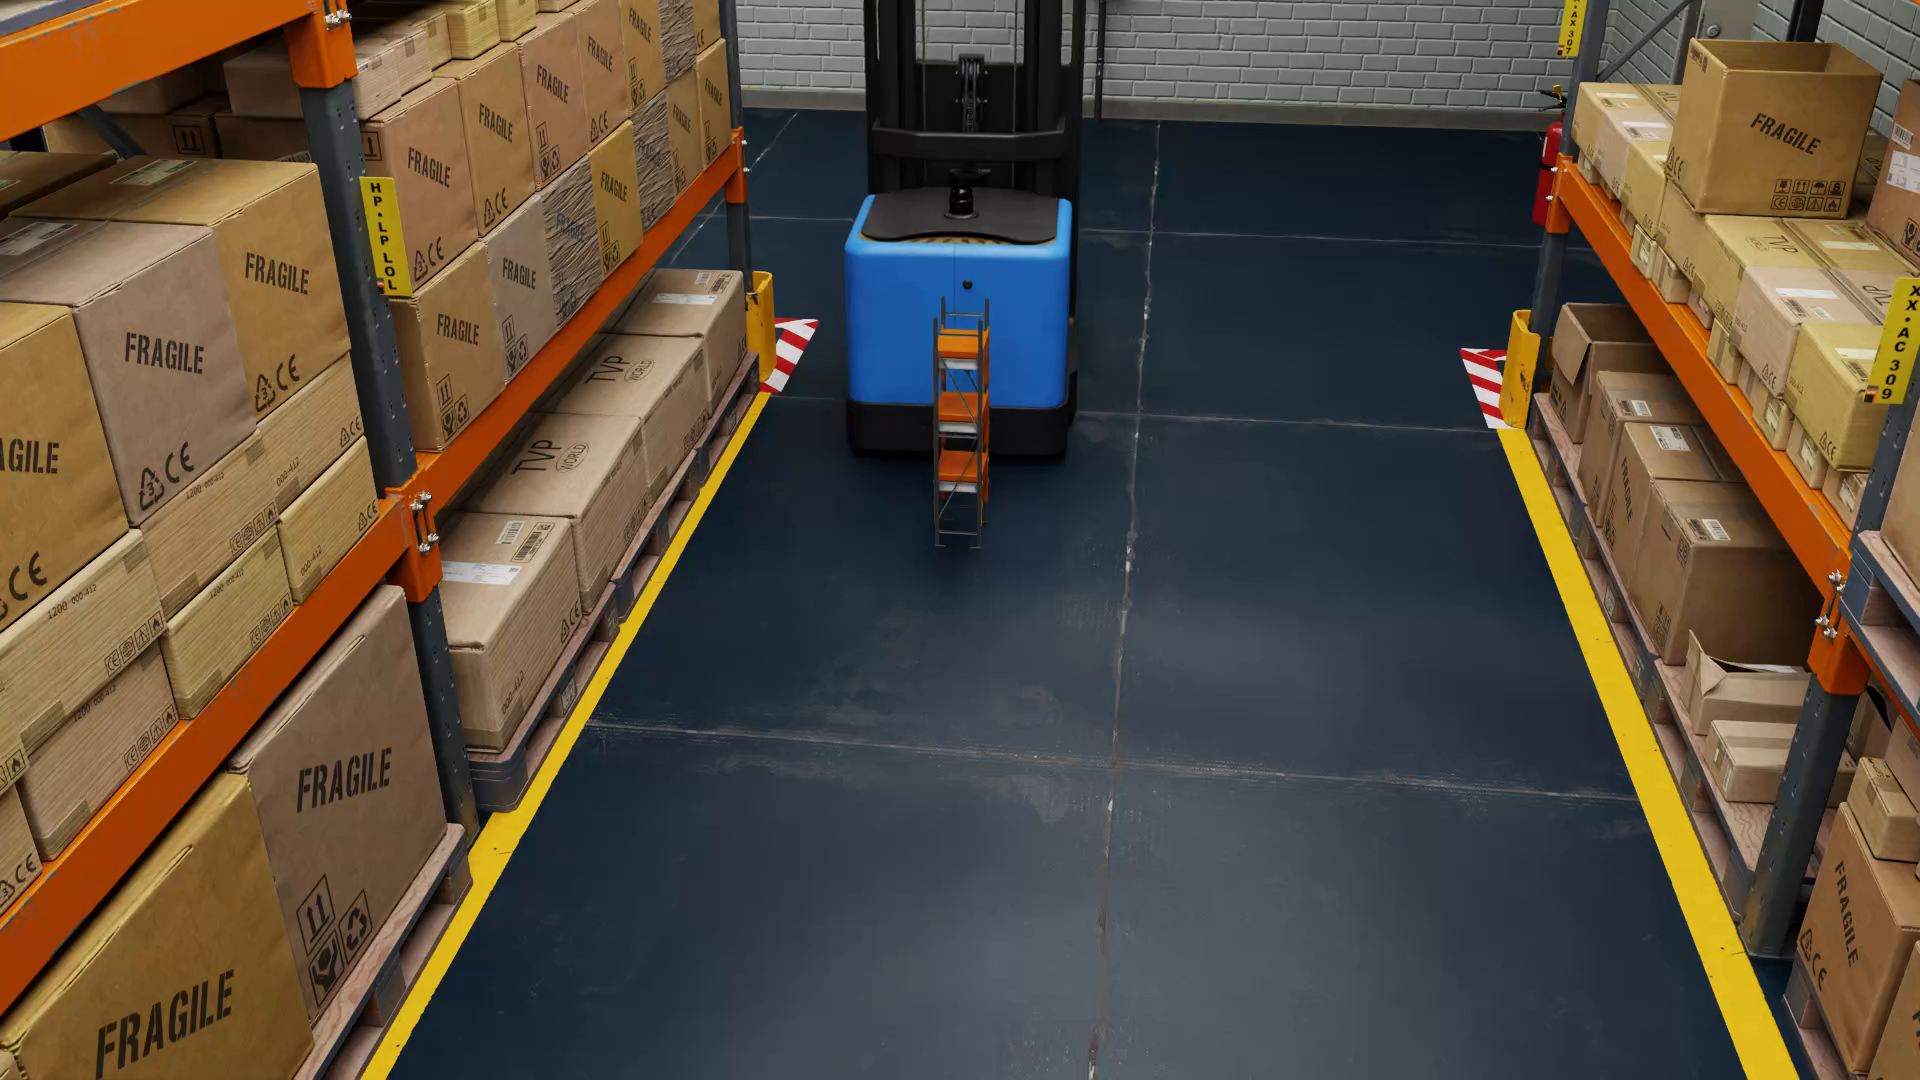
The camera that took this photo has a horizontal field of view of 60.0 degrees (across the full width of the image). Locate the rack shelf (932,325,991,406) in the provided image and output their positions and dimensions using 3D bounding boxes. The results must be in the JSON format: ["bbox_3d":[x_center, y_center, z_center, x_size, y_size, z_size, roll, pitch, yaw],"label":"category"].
[{"bbox_3d":[0.007,-0.728,6.918,0.215,0.259,0.240,3,28,6],"label":"rack shelf"}]

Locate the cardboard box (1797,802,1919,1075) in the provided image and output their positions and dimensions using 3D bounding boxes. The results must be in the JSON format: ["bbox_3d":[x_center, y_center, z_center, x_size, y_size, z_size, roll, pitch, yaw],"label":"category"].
[{"bbox_3d":[2.564,1.054,4.324,0.500,0.500,0.500,5,29,8],"label":"cardboard box"}]

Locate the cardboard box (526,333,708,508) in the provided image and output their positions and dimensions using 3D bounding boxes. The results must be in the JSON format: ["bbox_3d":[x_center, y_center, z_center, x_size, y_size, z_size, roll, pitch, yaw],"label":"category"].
[{"bbox_3d":[-1.676,-0.555,7.376,0.875,0.438,0.875,4,29,8],"label":"cardboard box"}]

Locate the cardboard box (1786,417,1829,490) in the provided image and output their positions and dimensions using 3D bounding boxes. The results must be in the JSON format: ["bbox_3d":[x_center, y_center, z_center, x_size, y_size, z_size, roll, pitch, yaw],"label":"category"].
[{"bbox_3d":[2.645,-0.254,4.824,0.380,0.149,0.250,4,29,8],"label":"cardboard box"}]

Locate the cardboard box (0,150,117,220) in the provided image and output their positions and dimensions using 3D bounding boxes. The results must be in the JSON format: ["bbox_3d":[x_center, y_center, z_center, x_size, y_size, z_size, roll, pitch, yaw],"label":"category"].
[{"bbox_3d":[-2.419,-0.657,4.147,0.500,0.500,0.500,4,29,7],"label":"cardboard box"}]

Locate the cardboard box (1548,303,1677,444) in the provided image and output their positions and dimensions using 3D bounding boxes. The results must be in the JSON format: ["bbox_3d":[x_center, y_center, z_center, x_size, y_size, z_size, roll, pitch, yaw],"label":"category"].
[{"bbox_3d":[3.168,-0.763,7.692,0.797,0.503,0.637,2,28,4],"label":"cardboard box"}]

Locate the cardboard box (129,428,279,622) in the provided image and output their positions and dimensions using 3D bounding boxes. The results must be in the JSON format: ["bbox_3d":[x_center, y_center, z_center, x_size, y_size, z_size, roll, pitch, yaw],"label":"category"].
[{"bbox_3d":[-1.947,-0.060,3.829,0.500,0.250,0.500,4,29,7],"label":"cardboard box"}]

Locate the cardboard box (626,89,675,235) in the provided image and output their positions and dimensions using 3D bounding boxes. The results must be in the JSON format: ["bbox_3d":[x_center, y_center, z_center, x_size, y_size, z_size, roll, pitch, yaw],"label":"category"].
[{"bbox_3d":[-1.516,-1.569,6.895,0.500,0.500,0.500,4,29,8],"label":"cardboard box"}]

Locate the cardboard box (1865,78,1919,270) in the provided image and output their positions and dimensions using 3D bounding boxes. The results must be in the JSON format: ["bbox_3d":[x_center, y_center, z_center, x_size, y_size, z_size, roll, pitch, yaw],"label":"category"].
[{"bbox_3d":[3.293,-1.157,5.289,0.500,0.500,0.500,3,28,5],"label":"cardboard box"}]

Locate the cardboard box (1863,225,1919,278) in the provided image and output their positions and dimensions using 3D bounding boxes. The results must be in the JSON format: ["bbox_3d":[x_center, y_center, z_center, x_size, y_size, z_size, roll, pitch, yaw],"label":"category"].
[{"bbox_3d":[3.295,-0.838,5.487,0.500,0.250,0.500,4,29,7],"label":"cardboard box"}]

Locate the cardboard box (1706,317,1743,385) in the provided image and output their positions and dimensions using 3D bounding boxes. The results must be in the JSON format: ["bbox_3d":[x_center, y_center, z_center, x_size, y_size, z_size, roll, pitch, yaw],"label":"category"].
[{"bbox_3d":[2.716,-0.622,5.507,0.380,0.149,0.250,3,28,5],"label":"cardboard box"}]

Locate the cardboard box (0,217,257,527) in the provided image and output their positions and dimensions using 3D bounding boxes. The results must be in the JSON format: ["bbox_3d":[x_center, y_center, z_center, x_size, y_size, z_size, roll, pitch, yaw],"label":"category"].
[{"bbox_3d":[-1.942,-0.378,3.630,0.500,0.500,0.500,4,29,7],"label":"cardboard box"}]

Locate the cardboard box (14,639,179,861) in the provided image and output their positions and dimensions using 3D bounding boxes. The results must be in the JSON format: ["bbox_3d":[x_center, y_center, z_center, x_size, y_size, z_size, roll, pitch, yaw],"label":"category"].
[{"bbox_3d":[-2.029,0.405,3.494,0.500,0.250,0.500,3,28,5],"label":"cardboard box"}]

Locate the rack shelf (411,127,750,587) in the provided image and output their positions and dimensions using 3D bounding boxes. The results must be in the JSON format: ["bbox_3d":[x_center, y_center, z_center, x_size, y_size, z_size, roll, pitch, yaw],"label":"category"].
[{"bbox_3d":[-1.835,-0.988,6.679,1.077,0.370,4.000,3,28,6],"label":"rack shelf"}]

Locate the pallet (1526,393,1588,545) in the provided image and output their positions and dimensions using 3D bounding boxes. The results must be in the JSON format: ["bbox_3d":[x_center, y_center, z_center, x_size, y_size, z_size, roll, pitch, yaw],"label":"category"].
[{"bbox_3d":[3.231,-0.320,7.623,1.003,0.211,1.213,3,28,6],"label":"pallet"}]

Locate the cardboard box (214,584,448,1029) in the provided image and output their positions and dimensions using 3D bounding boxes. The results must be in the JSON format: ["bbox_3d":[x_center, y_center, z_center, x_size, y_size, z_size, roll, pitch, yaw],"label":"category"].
[{"bbox_3d":[-2.077,0.684,4.615,0.875,0.875,0.875,4,29,8],"label":"cardboard box"}]

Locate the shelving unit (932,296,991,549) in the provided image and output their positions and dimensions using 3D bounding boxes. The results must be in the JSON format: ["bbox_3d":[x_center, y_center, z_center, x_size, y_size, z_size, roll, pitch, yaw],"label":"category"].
[{"bbox_3d":[0.007,-0.487,7.048,0.215,1.050,0.252,3,28,6],"label":"shelving unit"}]

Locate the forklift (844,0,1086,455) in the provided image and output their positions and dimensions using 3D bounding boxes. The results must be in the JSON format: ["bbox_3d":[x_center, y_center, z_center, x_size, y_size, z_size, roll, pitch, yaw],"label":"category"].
[{"bbox_3d":[0.091,-2.356,8.533,1.130,2.935,3.031,2,28,4],"label":"forklift"}]

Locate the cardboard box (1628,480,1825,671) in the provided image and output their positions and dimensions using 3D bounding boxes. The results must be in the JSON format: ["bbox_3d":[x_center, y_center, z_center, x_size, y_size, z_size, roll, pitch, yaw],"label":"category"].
[{"bbox_3d":[2.897,0.127,6.044,0.700,0.500,0.500,2,28,4],"label":"cardboard box"}]

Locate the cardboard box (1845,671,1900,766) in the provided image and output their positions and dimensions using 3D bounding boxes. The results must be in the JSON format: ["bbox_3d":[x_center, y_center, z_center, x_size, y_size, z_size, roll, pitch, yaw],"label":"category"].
[{"bbox_3d":[3.162,0.625,5.319,0.500,0.311,0.500,4,29,8],"label":"cardboard box"}]

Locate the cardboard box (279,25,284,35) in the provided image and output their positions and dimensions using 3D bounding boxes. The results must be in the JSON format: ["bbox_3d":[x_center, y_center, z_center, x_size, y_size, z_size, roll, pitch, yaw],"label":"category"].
[{"bbox_3d":[-2.178,-1.531,5.086,0.380,0.149,0.250,3,28,6],"label":"cardboard box"}]

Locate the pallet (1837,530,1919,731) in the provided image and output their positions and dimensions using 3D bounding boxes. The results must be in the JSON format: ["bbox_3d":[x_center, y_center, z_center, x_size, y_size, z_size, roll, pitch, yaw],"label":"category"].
[{"bbox_3d":[2.640,0.378,3.588,1.003,0.211,1.213,3,28,6],"label":"pallet"}]

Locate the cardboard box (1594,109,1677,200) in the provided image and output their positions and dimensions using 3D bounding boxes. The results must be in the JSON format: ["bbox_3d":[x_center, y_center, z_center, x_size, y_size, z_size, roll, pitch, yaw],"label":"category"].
[{"bbox_3d":[2.952,-1.589,6.881,0.500,0.250,0.500,4,29,7],"label":"cardboard box"}]

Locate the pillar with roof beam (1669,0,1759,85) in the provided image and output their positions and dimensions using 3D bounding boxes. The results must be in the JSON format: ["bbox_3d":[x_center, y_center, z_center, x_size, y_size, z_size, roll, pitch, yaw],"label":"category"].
[{"bbox_3d":[0.289,-6.067,9.024,9.100,9.000,0.400,3,28,6],"label":"pillar with roof beam"}]

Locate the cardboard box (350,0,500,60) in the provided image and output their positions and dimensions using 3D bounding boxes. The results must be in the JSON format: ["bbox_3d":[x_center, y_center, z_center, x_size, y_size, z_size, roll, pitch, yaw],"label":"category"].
[{"bbox_3d":[-1.688,-1.624,5.259,0.380,0.149,0.250,3,28,6],"label":"cardboard box"}]

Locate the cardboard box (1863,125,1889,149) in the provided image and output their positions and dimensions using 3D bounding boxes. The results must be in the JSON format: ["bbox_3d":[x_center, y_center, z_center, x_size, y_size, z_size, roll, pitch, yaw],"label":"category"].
[{"bbox_3d":[3.479,-1.550,6.808,0.500,0.250,0.500,3,29,6],"label":"cardboard box"}]

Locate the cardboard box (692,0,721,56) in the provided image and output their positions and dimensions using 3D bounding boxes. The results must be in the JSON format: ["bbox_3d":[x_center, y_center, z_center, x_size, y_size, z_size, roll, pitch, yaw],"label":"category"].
[{"bbox_3d":[-1.413,-2.489,7.549,0.500,0.500,0.500,4,29,8],"label":"cardboard box"}]

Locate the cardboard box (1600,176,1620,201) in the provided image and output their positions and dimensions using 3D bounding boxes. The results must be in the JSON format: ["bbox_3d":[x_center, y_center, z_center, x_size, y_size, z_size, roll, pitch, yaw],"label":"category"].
[{"bbox_3d":[3.039,-1.587,7.299,0.380,0.149,0.250,4,29,7],"label":"cardboard box"}]

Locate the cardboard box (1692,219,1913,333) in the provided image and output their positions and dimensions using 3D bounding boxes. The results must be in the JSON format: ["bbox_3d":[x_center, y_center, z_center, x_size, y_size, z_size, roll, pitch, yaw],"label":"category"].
[{"bbox_3d":[2.788,-0.866,5.539,0.500,0.250,0.500,3,28,6],"label":"cardboard box"}]

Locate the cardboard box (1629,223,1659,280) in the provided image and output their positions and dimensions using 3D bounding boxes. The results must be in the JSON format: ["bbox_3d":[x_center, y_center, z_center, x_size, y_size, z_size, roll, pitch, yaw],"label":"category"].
[{"bbox_3d":[2.817,-1.106,6.406,0.380,0.149,0.250,3,28,5],"label":"cardboard box"}]

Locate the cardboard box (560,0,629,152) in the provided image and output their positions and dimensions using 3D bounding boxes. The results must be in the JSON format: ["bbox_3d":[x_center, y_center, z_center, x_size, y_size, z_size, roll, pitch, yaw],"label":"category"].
[{"bbox_3d":[-1.575,-1.772,6.218,0.500,0.500,0.500,3,28,6],"label":"cardboard box"}]

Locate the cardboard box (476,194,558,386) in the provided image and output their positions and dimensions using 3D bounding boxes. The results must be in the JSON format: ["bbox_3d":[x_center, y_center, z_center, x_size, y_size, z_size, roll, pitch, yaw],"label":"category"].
[{"bbox_3d":[-1.697,-0.849,5.559,0.500,0.500,0.500,4,29,7],"label":"cardboard box"}]

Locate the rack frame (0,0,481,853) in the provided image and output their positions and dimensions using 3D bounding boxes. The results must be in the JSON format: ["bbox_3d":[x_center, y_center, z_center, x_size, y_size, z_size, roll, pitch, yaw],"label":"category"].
[{"bbox_3d":[-2.080,-0.363,4.761,1.000,3.000,0.127,3,28,6],"label":"rack frame"}]

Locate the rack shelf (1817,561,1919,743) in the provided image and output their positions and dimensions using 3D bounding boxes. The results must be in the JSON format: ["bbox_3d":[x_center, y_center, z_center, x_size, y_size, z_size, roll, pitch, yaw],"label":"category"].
[{"bbox_3d":[2.601,1.182,2.652,1.077,0.370,4.000,3,28,6],"label":"rack shelf"}]

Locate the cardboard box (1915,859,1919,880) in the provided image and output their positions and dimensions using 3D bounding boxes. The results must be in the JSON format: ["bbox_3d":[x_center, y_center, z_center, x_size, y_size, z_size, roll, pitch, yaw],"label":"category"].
[{"bbox_3d":[2.581,0.842,4.034,0.380,0.149,0.250,3,28,5],"label":"cardboard box"}]

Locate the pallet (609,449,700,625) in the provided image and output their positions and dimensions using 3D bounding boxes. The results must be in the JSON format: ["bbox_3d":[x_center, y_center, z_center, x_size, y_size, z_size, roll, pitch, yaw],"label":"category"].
[{"bbox_3d":[-1.762,-0.065,7.148,1.003,0.211,1.213,3,28,6],"label":"pallet"}]

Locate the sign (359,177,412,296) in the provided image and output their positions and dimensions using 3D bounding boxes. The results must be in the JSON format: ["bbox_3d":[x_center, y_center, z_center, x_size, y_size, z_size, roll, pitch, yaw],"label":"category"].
[{"bbox_3d":[-1.540,-0.811,4.456,0.100,0.325,0.005,3,28,6],"label":"sign"}]

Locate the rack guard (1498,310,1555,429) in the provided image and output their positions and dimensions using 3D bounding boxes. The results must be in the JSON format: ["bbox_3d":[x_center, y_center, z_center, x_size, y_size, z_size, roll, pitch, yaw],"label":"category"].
[{"bbox_3d":[3.327,-0.823,8.251,1.175,0.500,0.348,3,28,6],"label":"rack guard"}]

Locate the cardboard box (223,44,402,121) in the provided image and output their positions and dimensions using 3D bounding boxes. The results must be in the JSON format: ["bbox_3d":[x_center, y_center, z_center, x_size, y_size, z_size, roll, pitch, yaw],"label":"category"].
[{"bbox_3d":[-1.784,-1.266,4.595,0.380,0.149,0.250,3,28,5],"label":"cardboard box"}]

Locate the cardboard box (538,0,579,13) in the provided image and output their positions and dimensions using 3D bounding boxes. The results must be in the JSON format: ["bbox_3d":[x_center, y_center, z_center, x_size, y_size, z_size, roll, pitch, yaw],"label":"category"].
[{"bbox_3d":[-1.579,-1.982,5.923,0.380,0.149,0.250,3,29,6],"label":"cardboard box"}]

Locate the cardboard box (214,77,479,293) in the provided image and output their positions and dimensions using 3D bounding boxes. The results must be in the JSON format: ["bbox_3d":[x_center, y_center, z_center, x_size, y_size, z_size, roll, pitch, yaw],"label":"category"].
[{"bbox_3d":[-1.781,-1.057,4.890,0.500,0.500,0.500,4,29,7],"label":"cardboard box"}]
